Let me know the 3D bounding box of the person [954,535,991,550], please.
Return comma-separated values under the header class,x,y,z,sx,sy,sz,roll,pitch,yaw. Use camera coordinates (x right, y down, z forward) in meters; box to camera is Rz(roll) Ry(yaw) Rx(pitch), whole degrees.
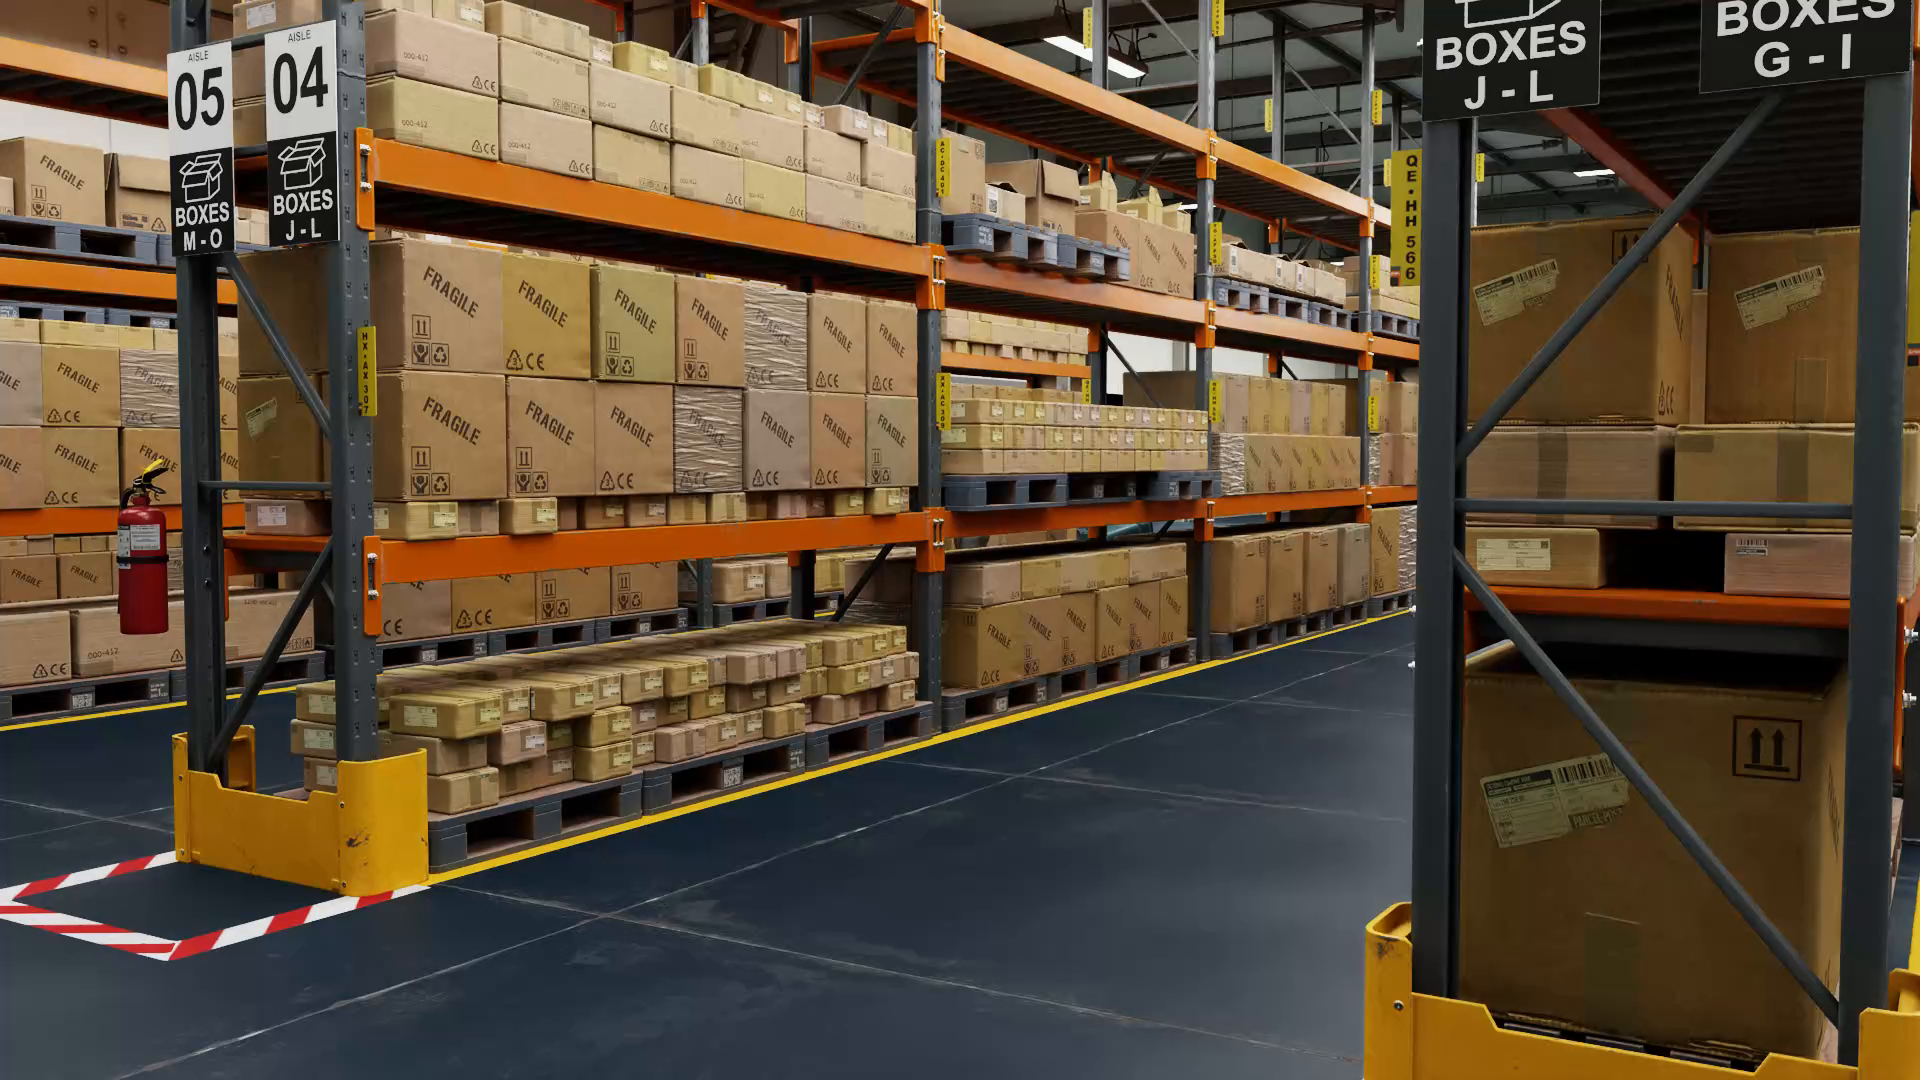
class,x,y,z,sx,sy,sz,roll,pitch,yaw
person,0.082,-0.082,16.713,0.530,1.693,0.570,2,3,31
